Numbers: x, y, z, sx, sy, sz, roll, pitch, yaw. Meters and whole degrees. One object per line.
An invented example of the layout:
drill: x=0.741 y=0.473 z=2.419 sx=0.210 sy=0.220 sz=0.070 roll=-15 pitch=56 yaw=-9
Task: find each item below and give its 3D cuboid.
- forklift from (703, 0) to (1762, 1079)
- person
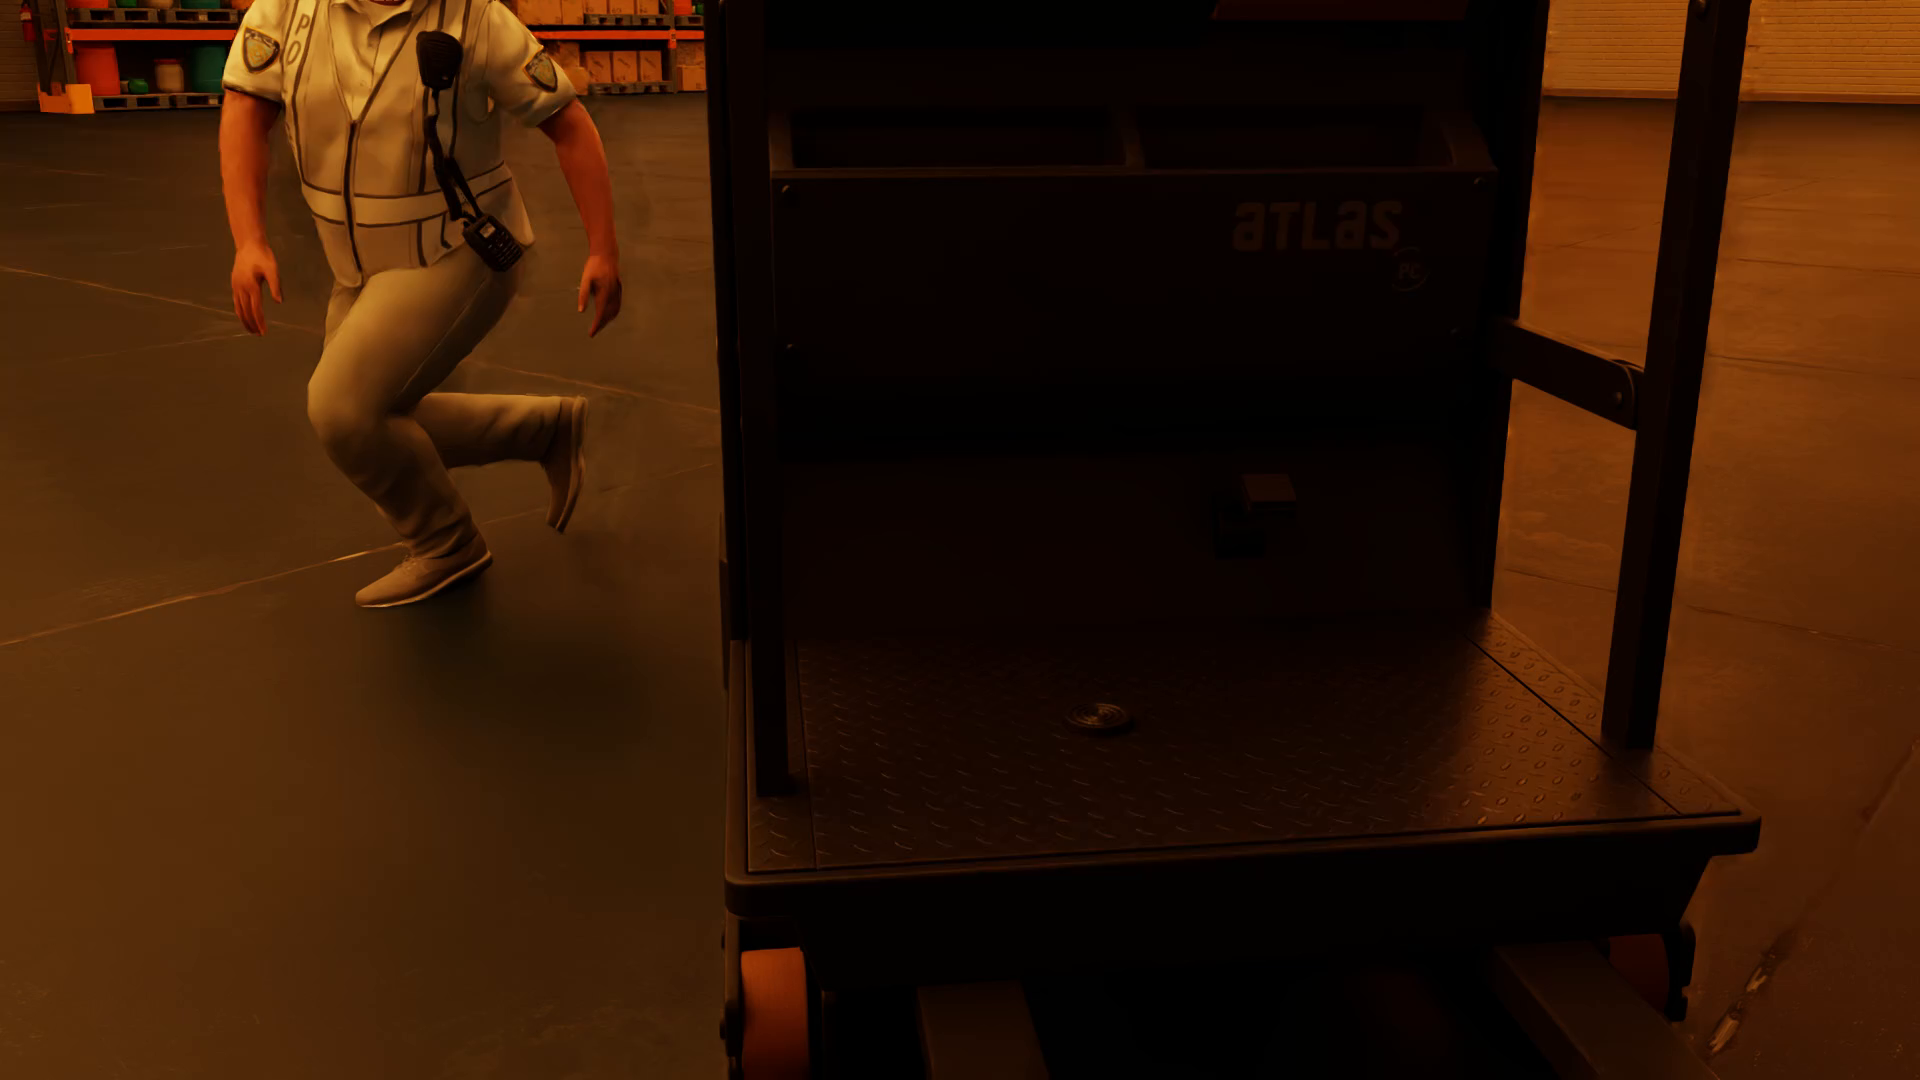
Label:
forklift: x=0.251 y=-0.883 z=1.805 sx=1.130 sy=2.935 sz=3.031 roll=-2 pitch=17 yaw=-7
person: x=-1.066 y=-0.628 z=3.472 sx=0.654 sy=1.531 sz=0.830 roll=9 pitch=19 yaw=27
